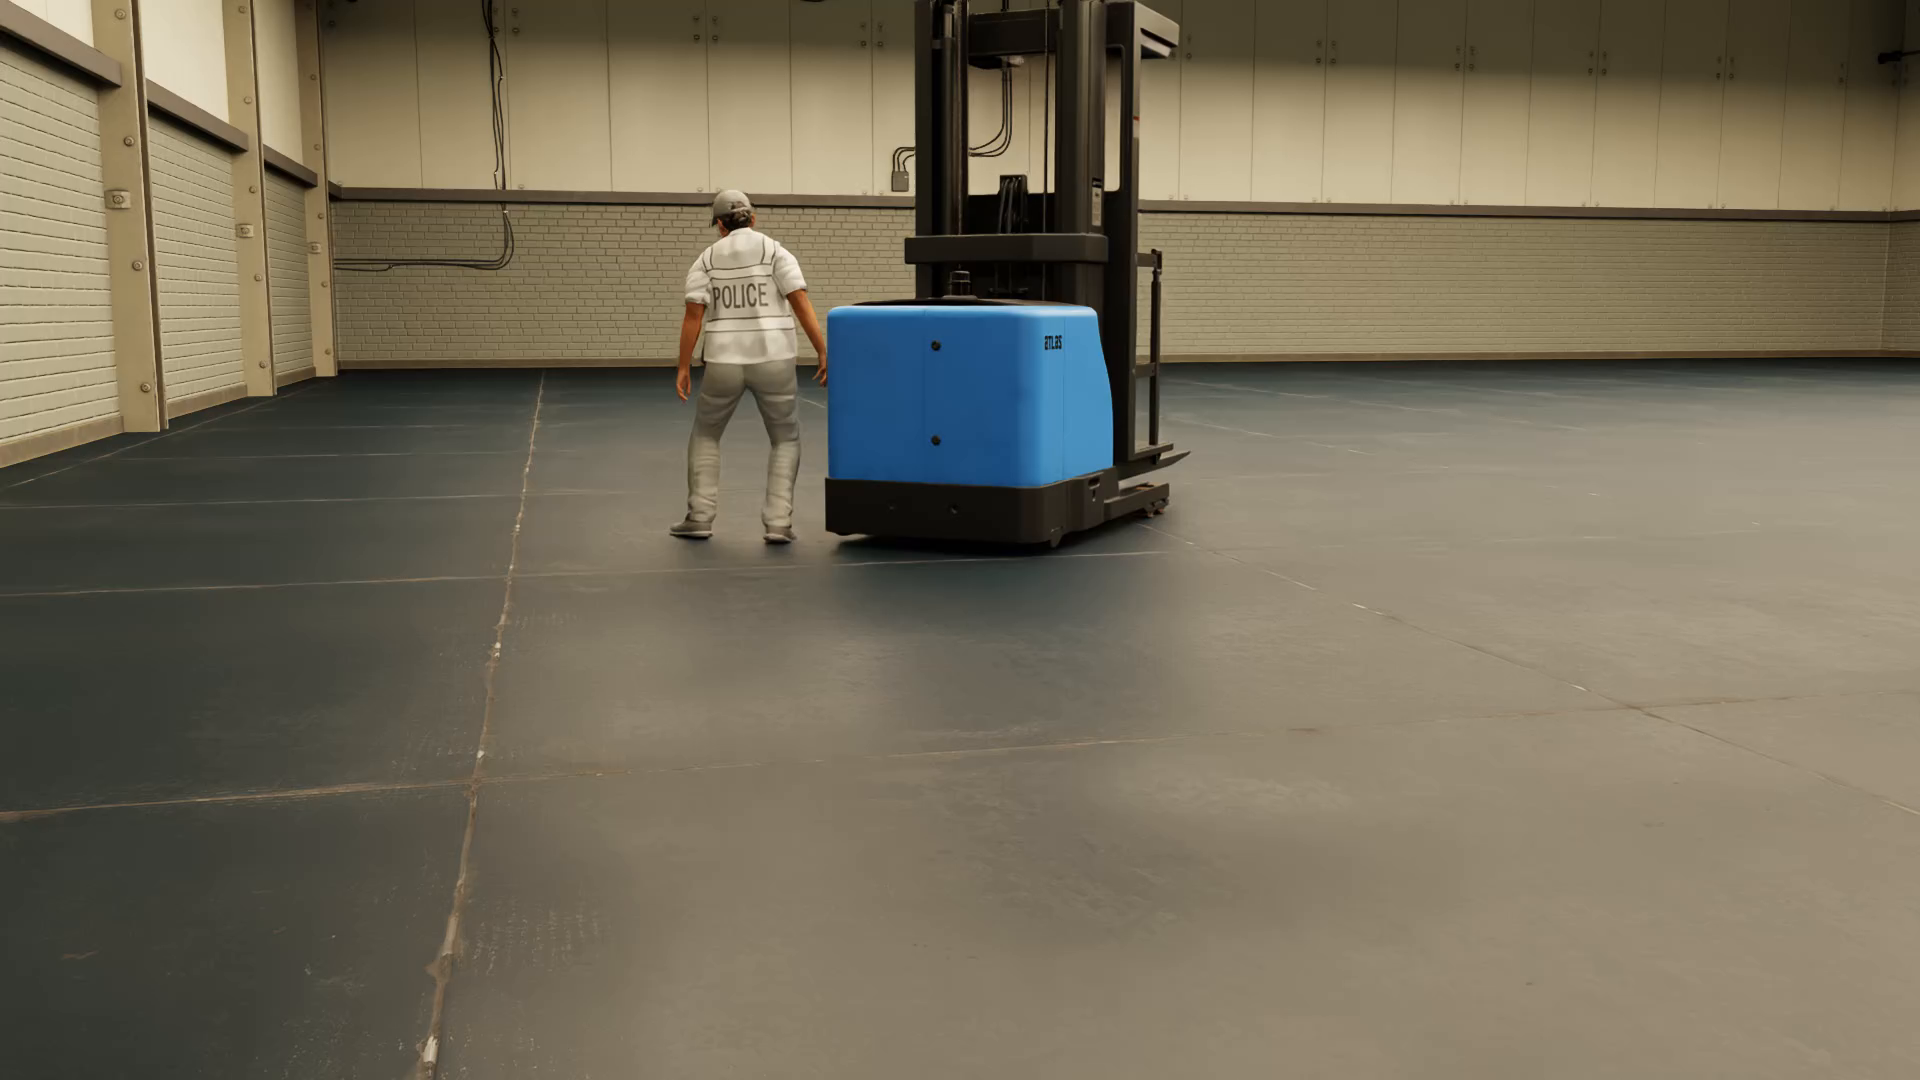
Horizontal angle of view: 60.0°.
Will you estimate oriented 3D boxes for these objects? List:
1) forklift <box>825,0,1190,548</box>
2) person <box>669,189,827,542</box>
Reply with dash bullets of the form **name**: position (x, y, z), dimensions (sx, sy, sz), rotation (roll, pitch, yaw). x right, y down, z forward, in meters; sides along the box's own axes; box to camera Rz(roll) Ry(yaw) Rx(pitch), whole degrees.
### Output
- **forklift**: position (0.447, -1.582, 8.433), dimensions (1.130, 2.935, 3.031), rotation (3, 9, 23)
- **person**: position (-0.983, -0.793, 7.696), dimensions (0.821, 1.642, 0.481), rotation (1, 8, 7)
